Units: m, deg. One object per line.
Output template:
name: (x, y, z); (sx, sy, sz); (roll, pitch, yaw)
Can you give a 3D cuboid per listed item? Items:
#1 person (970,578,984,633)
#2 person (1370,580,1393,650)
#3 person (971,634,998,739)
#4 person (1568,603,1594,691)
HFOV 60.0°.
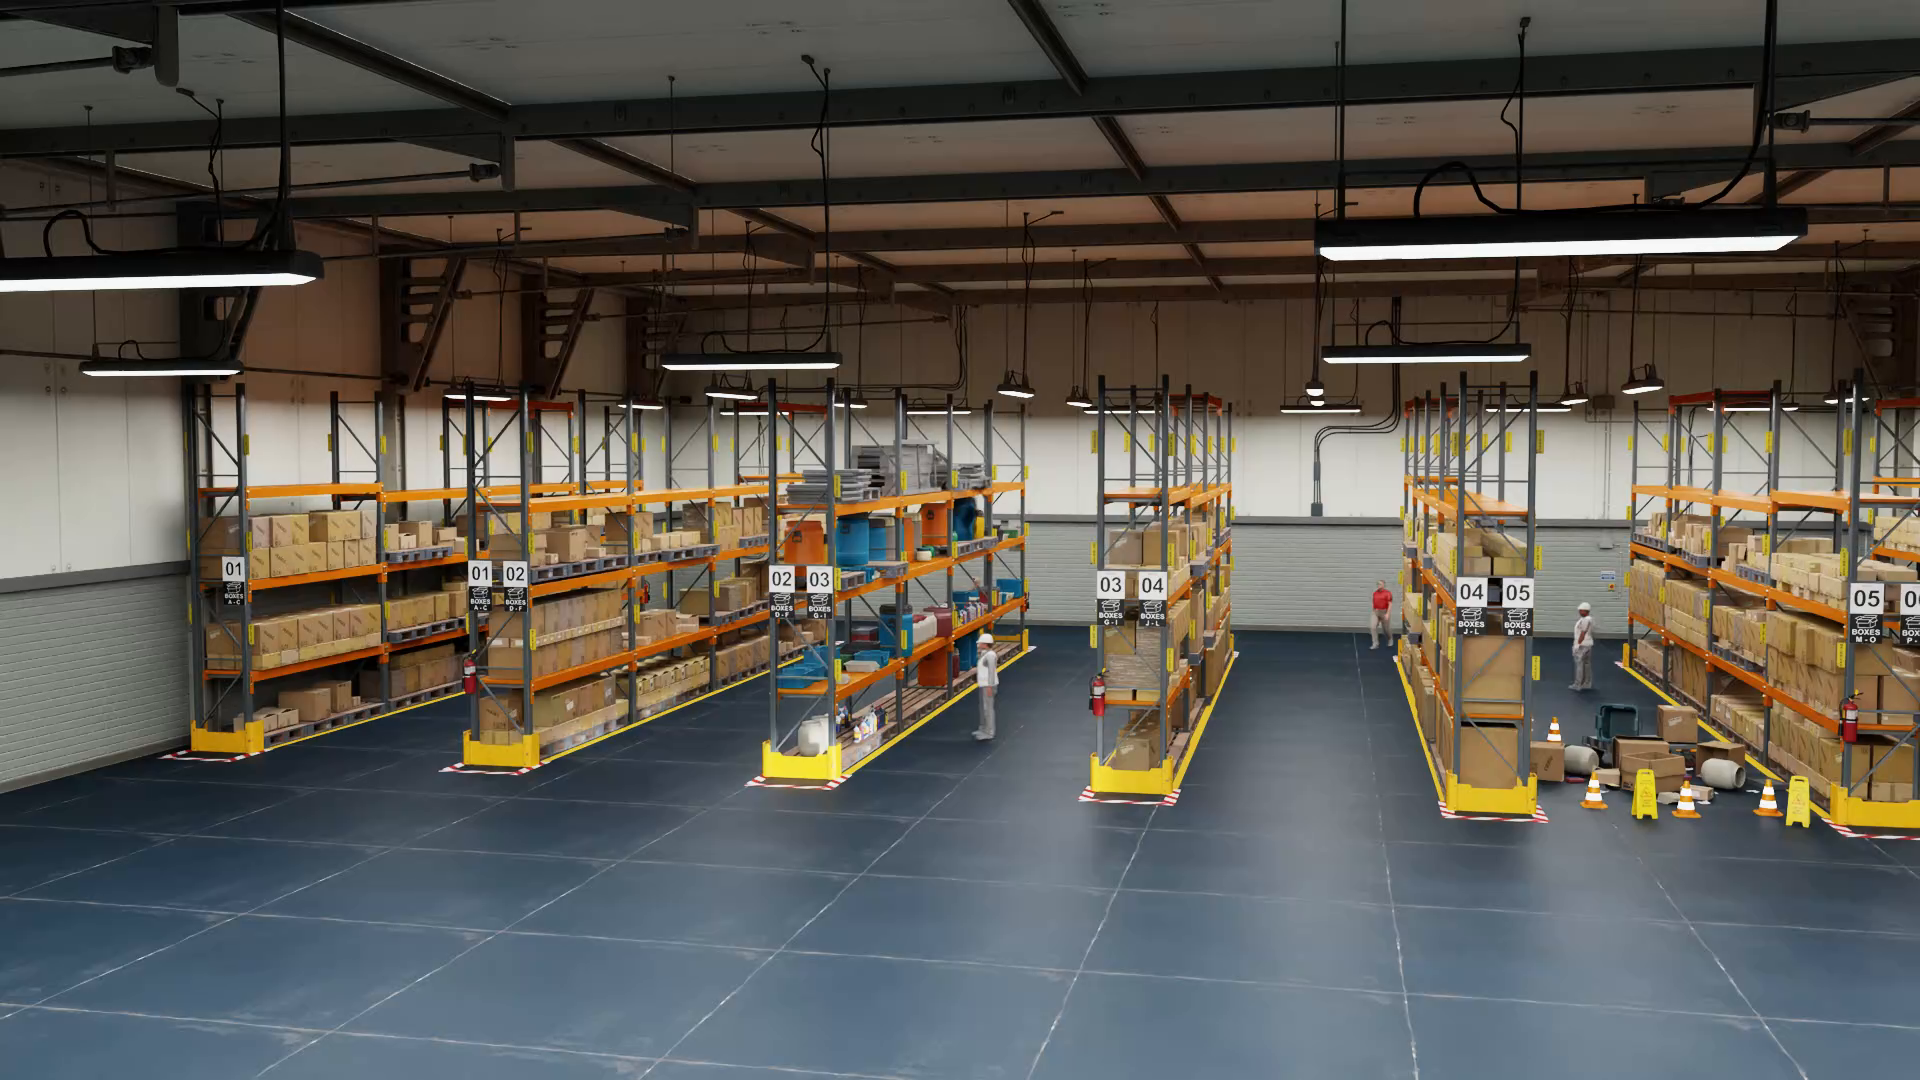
person: (0.514, 1.778, 41.795); (0.909, 1.658, 0.621); (1, 3, 17)
person: (10.334, 1.817, 40.754); (0.565, 1.681, 0.882); (2, 4, 31)
person: (0.423, 2.484, 28.373); (0.435, 1.777, 0.578); (-1, 3, -10)
person: (12.711, 2.174, 33.982); (0.653, 1.791, 0.450); (-3, 4, -43)
